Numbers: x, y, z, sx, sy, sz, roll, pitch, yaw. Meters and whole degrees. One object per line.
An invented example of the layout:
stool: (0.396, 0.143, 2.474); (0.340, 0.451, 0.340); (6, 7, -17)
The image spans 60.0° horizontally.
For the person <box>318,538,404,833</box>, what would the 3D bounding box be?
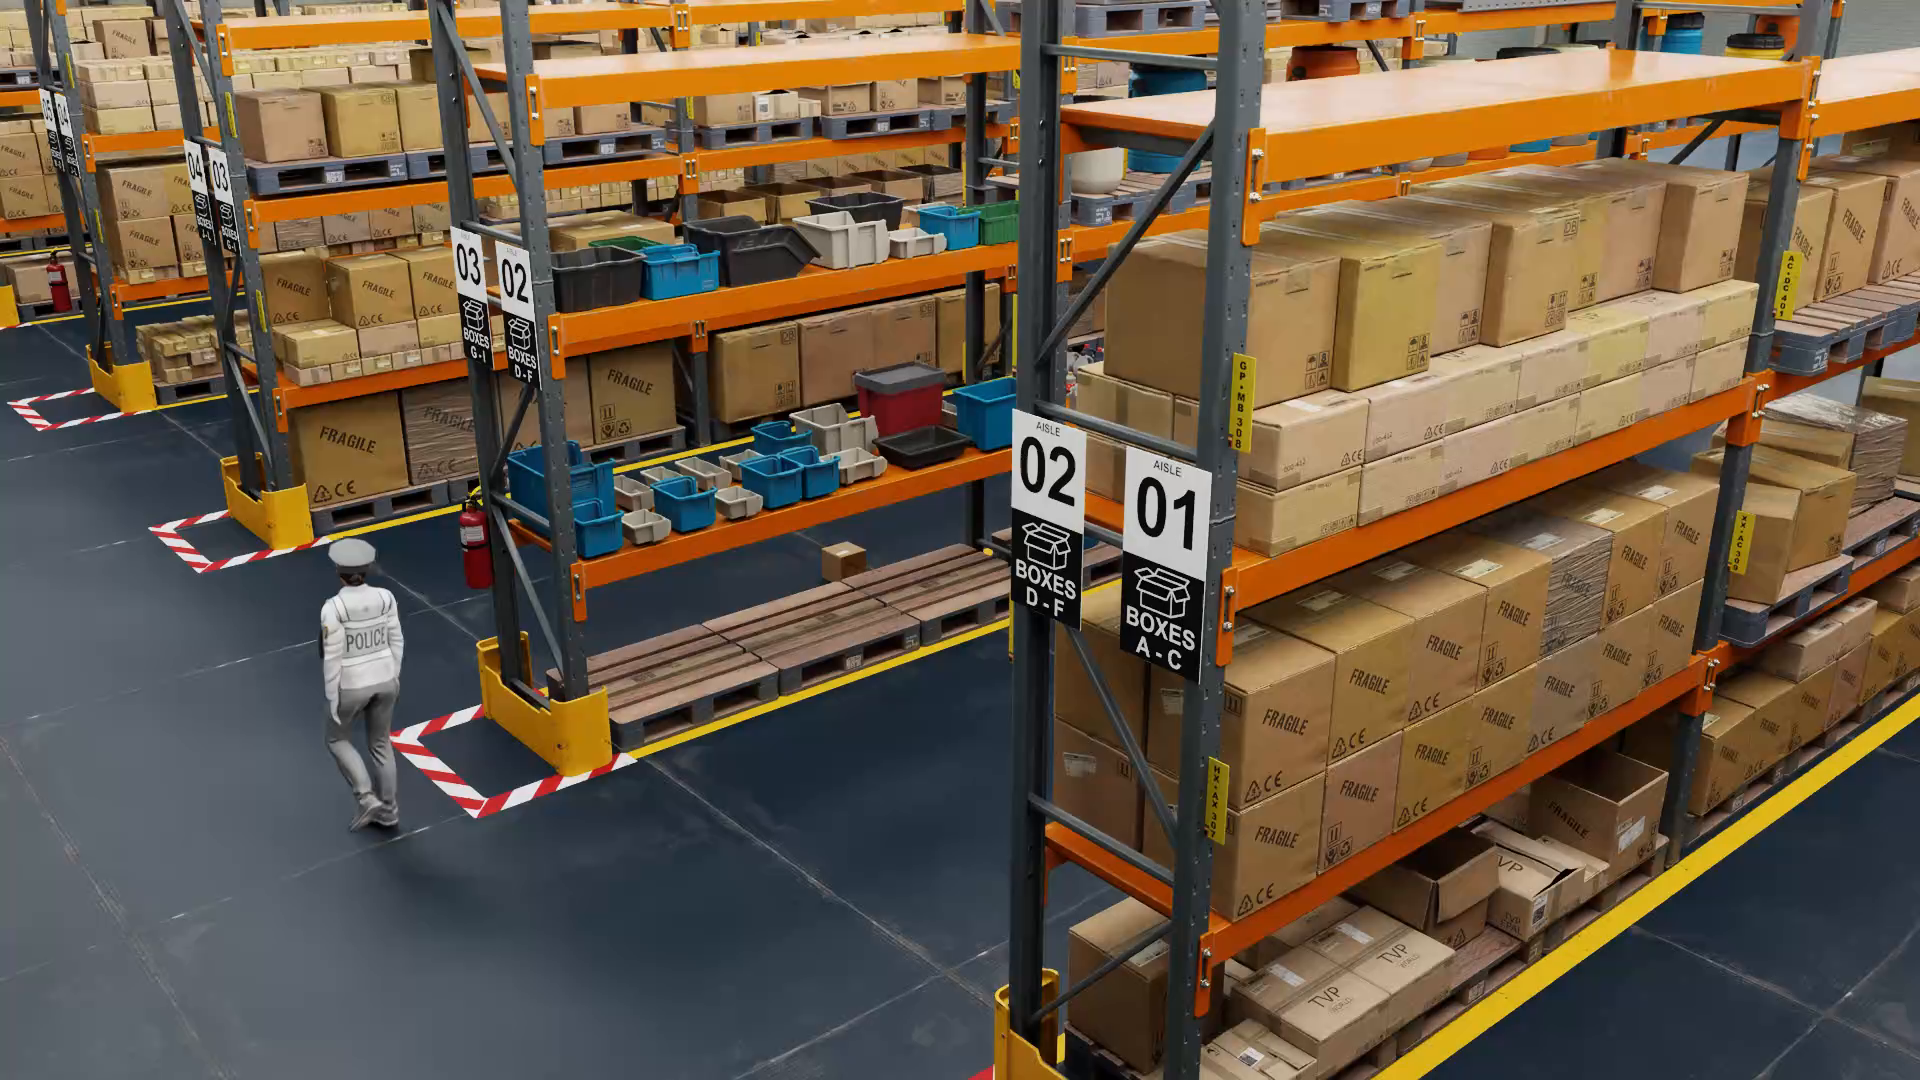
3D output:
person: (-3.336, 0.824, 9.359); (0.419, 1.674, 0.513); (20, 29, 41)
